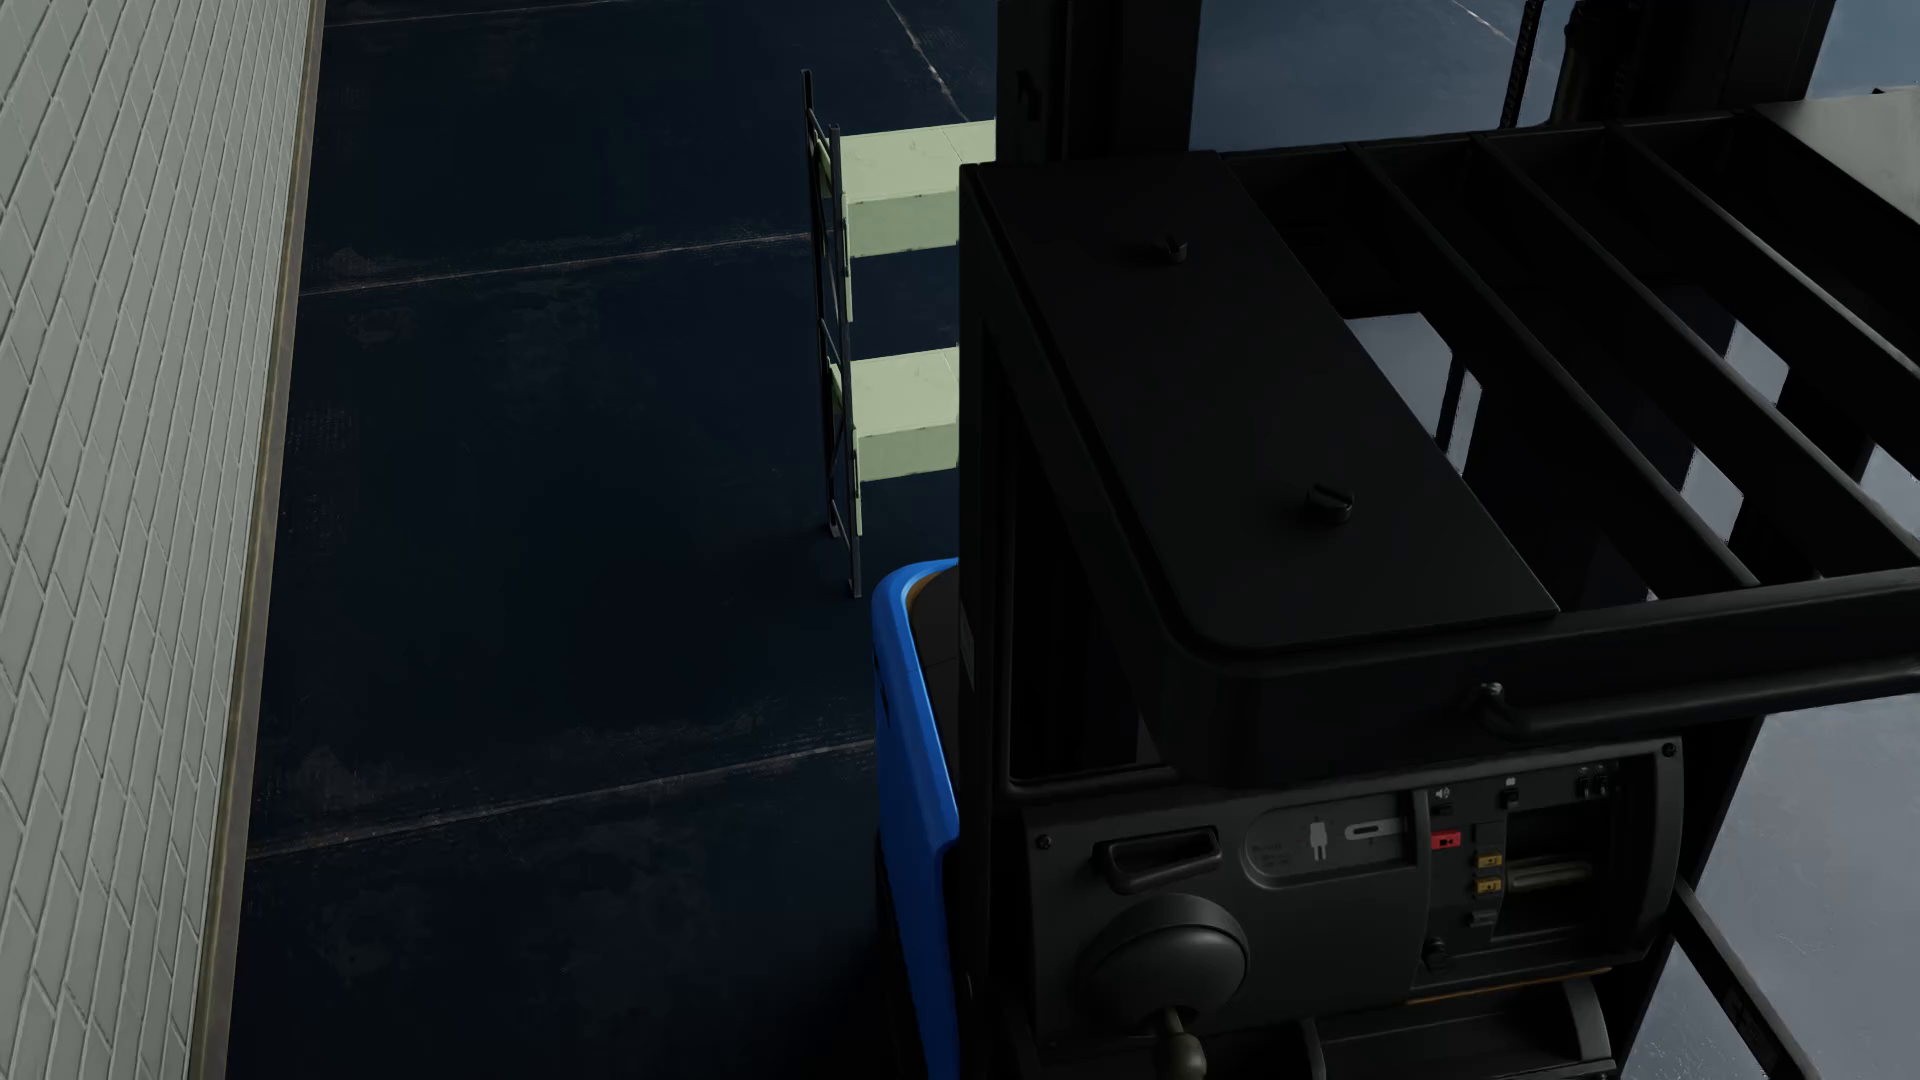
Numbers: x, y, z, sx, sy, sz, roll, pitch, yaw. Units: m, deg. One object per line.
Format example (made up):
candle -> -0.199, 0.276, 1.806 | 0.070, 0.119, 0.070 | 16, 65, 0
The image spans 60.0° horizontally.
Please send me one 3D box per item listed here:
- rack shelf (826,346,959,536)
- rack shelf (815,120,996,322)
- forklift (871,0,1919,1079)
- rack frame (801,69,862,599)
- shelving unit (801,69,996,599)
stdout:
rack shelf -> -0.006, -0.336, 4.991 | 0.720, 0.370, 0.431 | -9, 38, -12
rack shelf -> -0.006, -0.905, 4.556 | 0.720, 0.370, 0.431 | -9, 38, -12
forklift -> 0.589, 0.565, 2.100 | 1.130, 2.935, 3.031 | -7, 38, -9
rack frame -> -0.360, -0.537, 4.717 | 0.023, 1.500, 0.400 | -9, 38, -12
shelving unit -> -0.006, -0.595, 4.793 | 0.755, 1.500, 0.431 | -9, 38, -12
